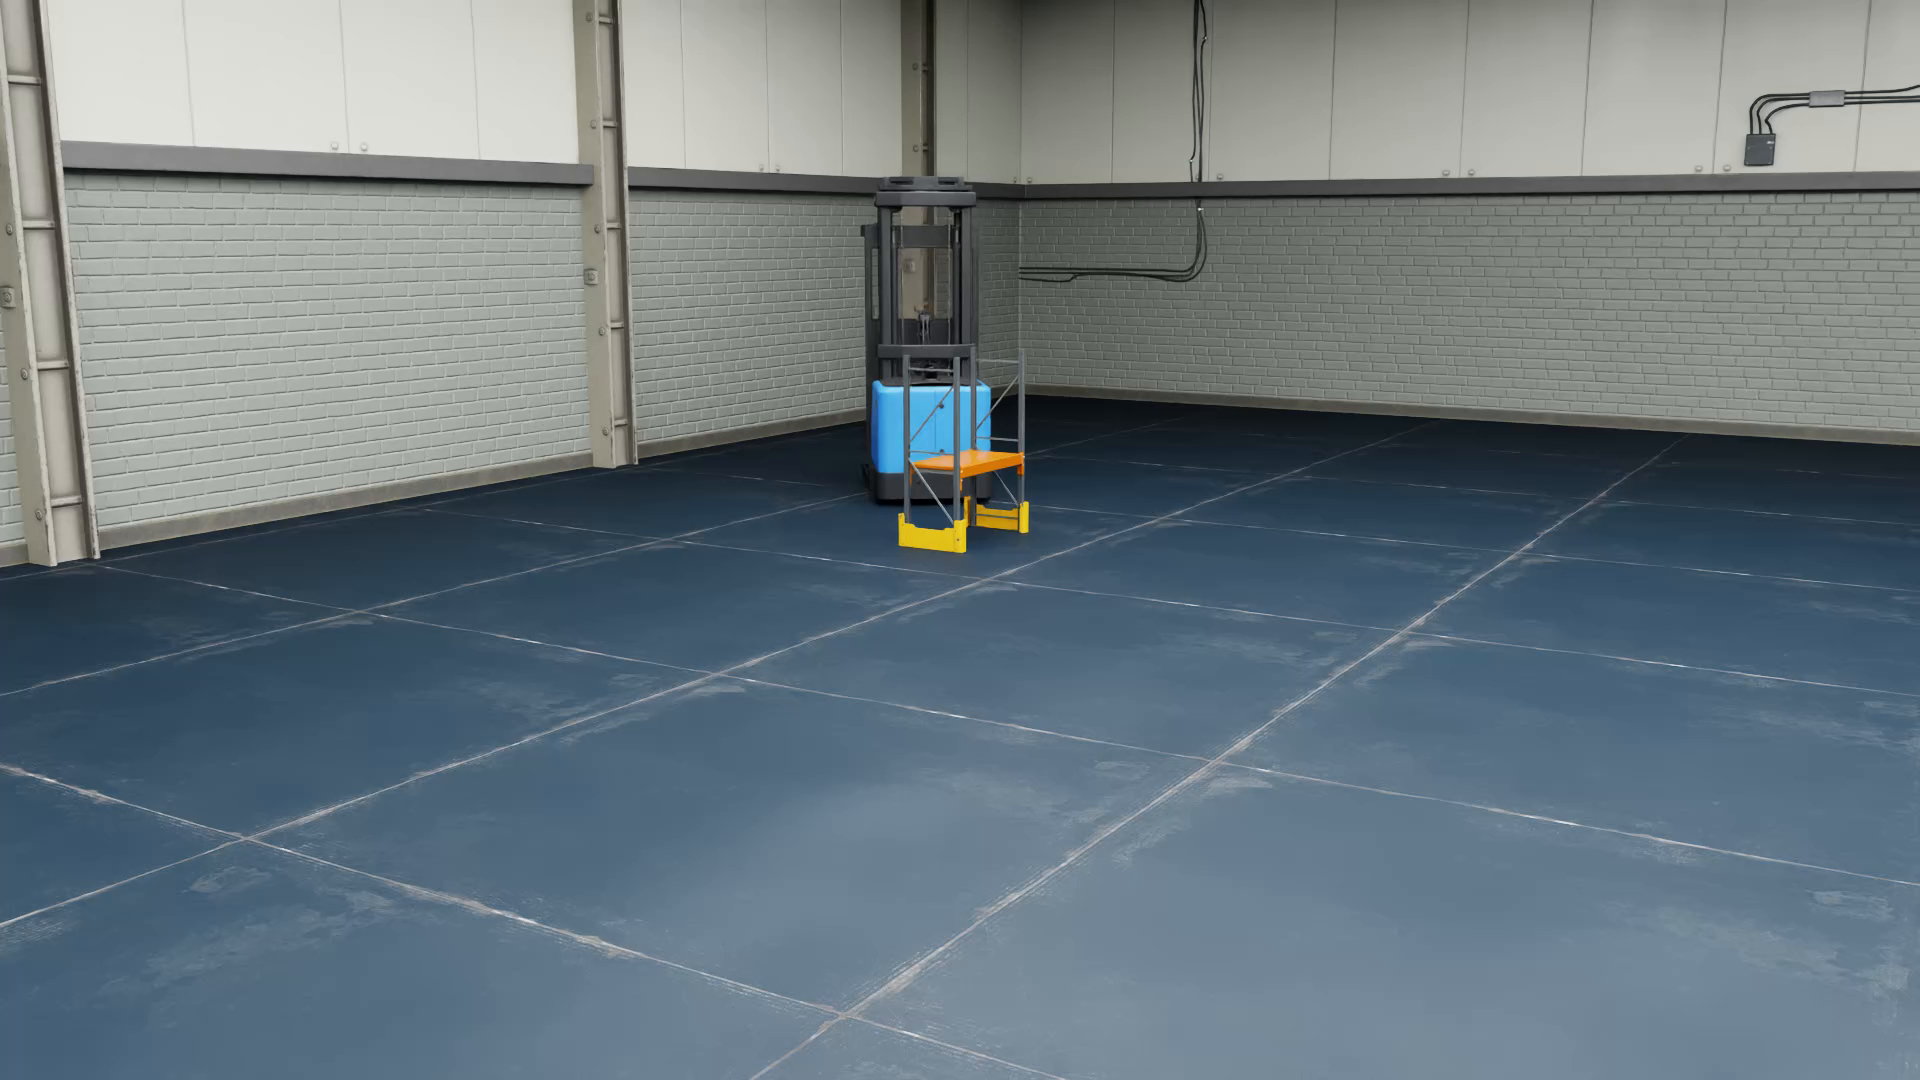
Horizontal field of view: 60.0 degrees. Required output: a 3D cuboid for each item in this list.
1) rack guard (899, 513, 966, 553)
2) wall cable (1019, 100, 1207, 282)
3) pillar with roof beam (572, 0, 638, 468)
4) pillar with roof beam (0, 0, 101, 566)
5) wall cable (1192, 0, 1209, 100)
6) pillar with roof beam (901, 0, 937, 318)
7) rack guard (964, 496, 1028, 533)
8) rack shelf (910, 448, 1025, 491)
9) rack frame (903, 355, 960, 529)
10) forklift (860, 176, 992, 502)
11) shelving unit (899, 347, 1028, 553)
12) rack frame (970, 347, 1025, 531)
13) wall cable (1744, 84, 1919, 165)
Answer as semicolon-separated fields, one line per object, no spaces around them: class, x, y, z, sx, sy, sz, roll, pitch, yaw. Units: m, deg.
rack guard;-0.219;-0.057;12.991;0.587;0.250;0.087;6;12;31
wall cable;2.120;-4.971;23.906;3.097;2.526;0.112;6;12;31
pillar with roof beam;0.024;-4.806;14.583;9.100;9.000;0.400;6;12;31
pillar with roof beam;-3.091;-3.862;9.543;9.100;9.000;0.400;6;12;31
wall cable;4.432;-7.195;22.061;3.097;2.526;0.112;6;12;31
pillar with roof beam;3.139;-5.749;19.623;9.100;9.000;0.400;6;12;31
rack guard;0.298;-0.213;13.828;0.587;0.250;0.087;6;12;31
rack shelf;0.044;-0.574;13.335;0.538;0.185;1.000;6;12;31
rack frame;-0.220;-0.671;12.875;0.500;1.500;0.032;6;12;31
forklift;-0.391;-2.017;16.177;1.130;2.935;3.031;-1;11;-6
shelving unit;0.040;-0.749;13.295;0.587;1.500;1.083;6;12;31
rack frame;0.308;-0.831;13.729;0.500;1.500;0.032;6;12;31
wall cable;10.225;-7.260;18.449;2.305;6.003;0.169;6;12;31
